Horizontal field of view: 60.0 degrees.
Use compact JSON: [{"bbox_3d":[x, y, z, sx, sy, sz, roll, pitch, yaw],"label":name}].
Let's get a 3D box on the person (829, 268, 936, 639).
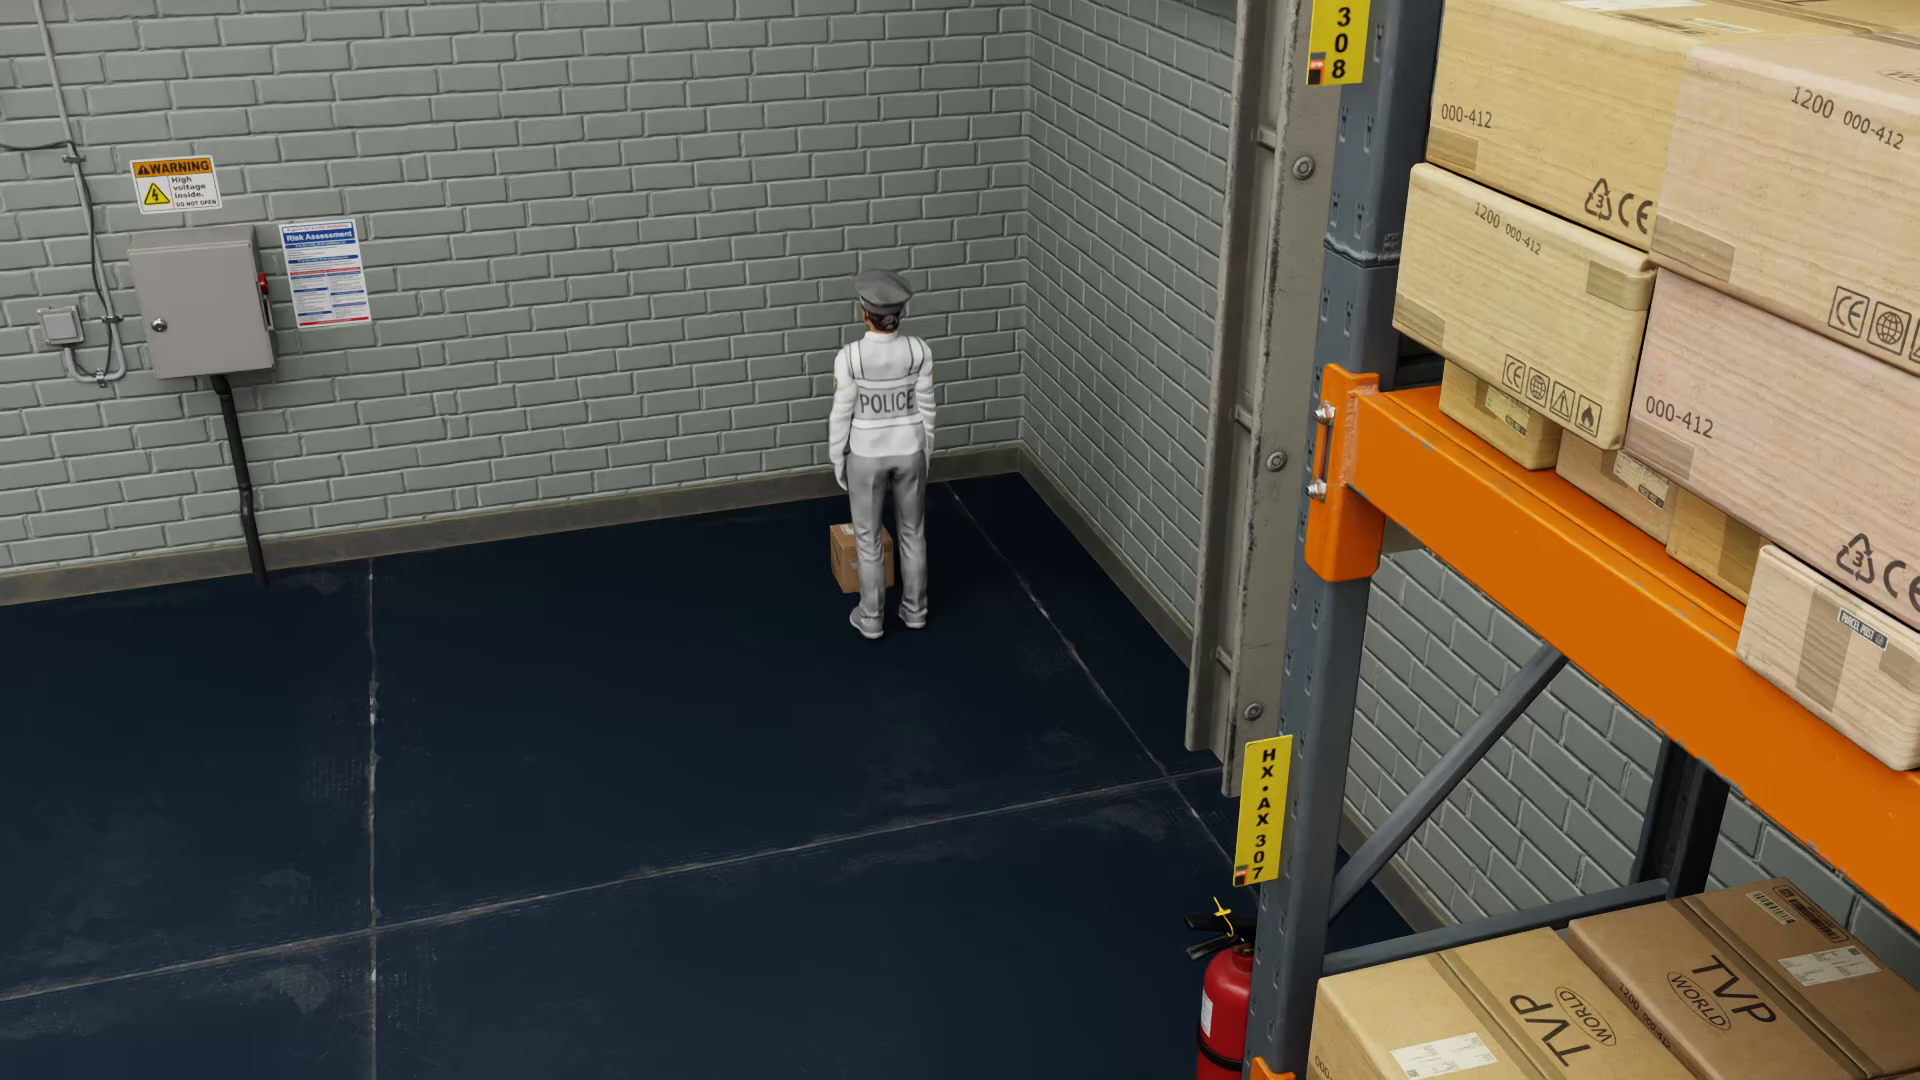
[{"bbox_3d":[-0.344,-0.356,7.326,0.473,1.708,0.337,-8,28,-15],"label":"person"}]
